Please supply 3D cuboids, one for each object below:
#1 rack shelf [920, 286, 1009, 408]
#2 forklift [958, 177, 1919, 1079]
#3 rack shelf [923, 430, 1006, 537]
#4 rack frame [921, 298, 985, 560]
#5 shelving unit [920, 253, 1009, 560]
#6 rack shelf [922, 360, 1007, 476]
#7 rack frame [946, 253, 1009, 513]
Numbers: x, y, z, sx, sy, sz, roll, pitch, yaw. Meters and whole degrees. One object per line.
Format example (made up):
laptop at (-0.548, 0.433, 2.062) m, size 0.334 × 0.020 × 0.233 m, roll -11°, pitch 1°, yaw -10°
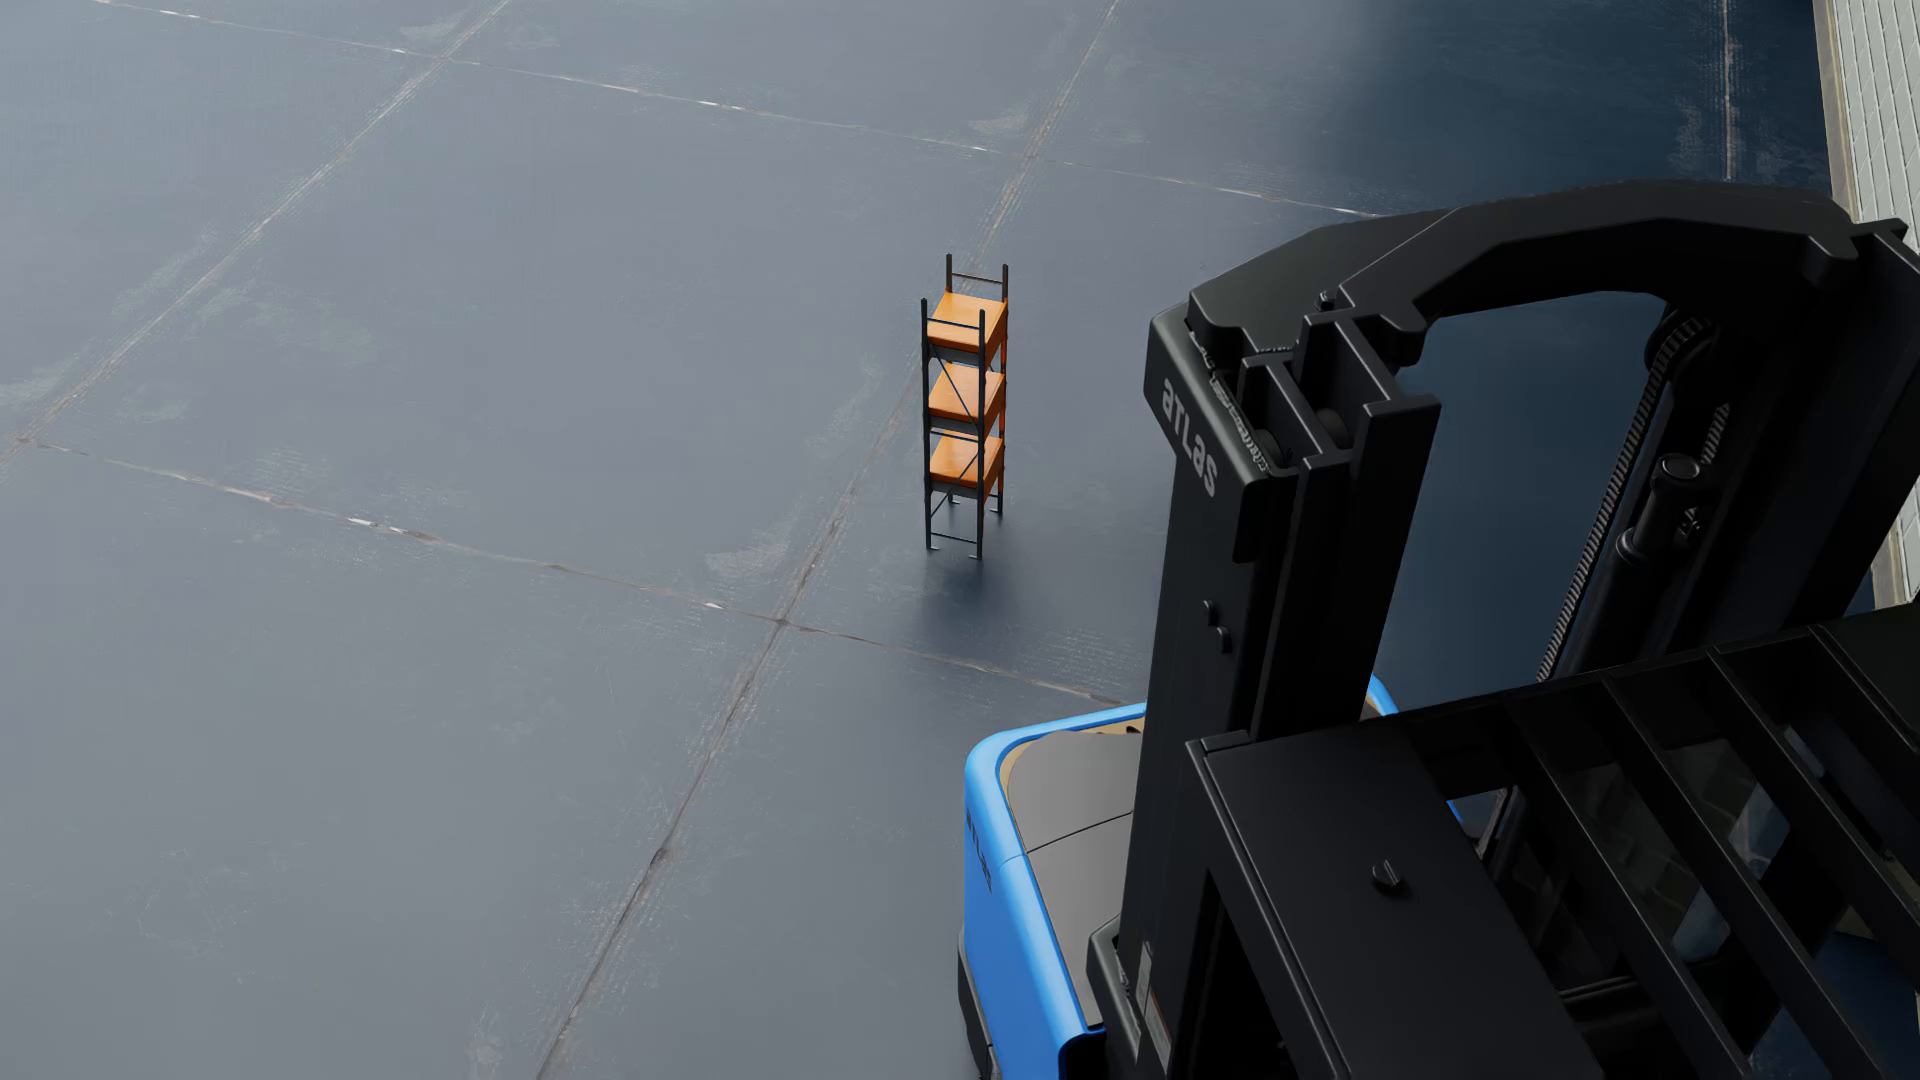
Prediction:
rack shelf at (0.016, -0.606, 5.228) m, size 0.215 × 0.259 × 0.240 m, roll 13°, pitch 46°, yaw 13°
forklift at (0.864, 1.081, 2.550) m, size 1.130 × 2.935 × 3.031 m, roll -10°, pitch 45°, yaw -10°
rack shelf at (0.016, -0.205, 5.621) m, size 0.215 × 0.259 × 0.240 m, roll 13°, pitch 46°, yaw 13°
rack frame at (-0.021, -0.330, 5.336) m, size 0.200 × 1.050 × 0.008 m, roll 13°, pitch 46°, yaw 13°
shelving unit at (0.016, -0.411, 5.419) m, size 0.215 × 1.050 × 0.252 m, roll 13°, pitch 46°, yaw 13°
rack shelf at (0.016, -0.403, 5.427) m, size 0.215 × 0.259 × 0.240 m, roll 13°, pitch 46°, yaw 13°
rack frame at (0.053, -0.492, 5.502) m, size 0.200 × 1.050 × 0.008 m, roll 13°, pitch 46°, yaw 13°
